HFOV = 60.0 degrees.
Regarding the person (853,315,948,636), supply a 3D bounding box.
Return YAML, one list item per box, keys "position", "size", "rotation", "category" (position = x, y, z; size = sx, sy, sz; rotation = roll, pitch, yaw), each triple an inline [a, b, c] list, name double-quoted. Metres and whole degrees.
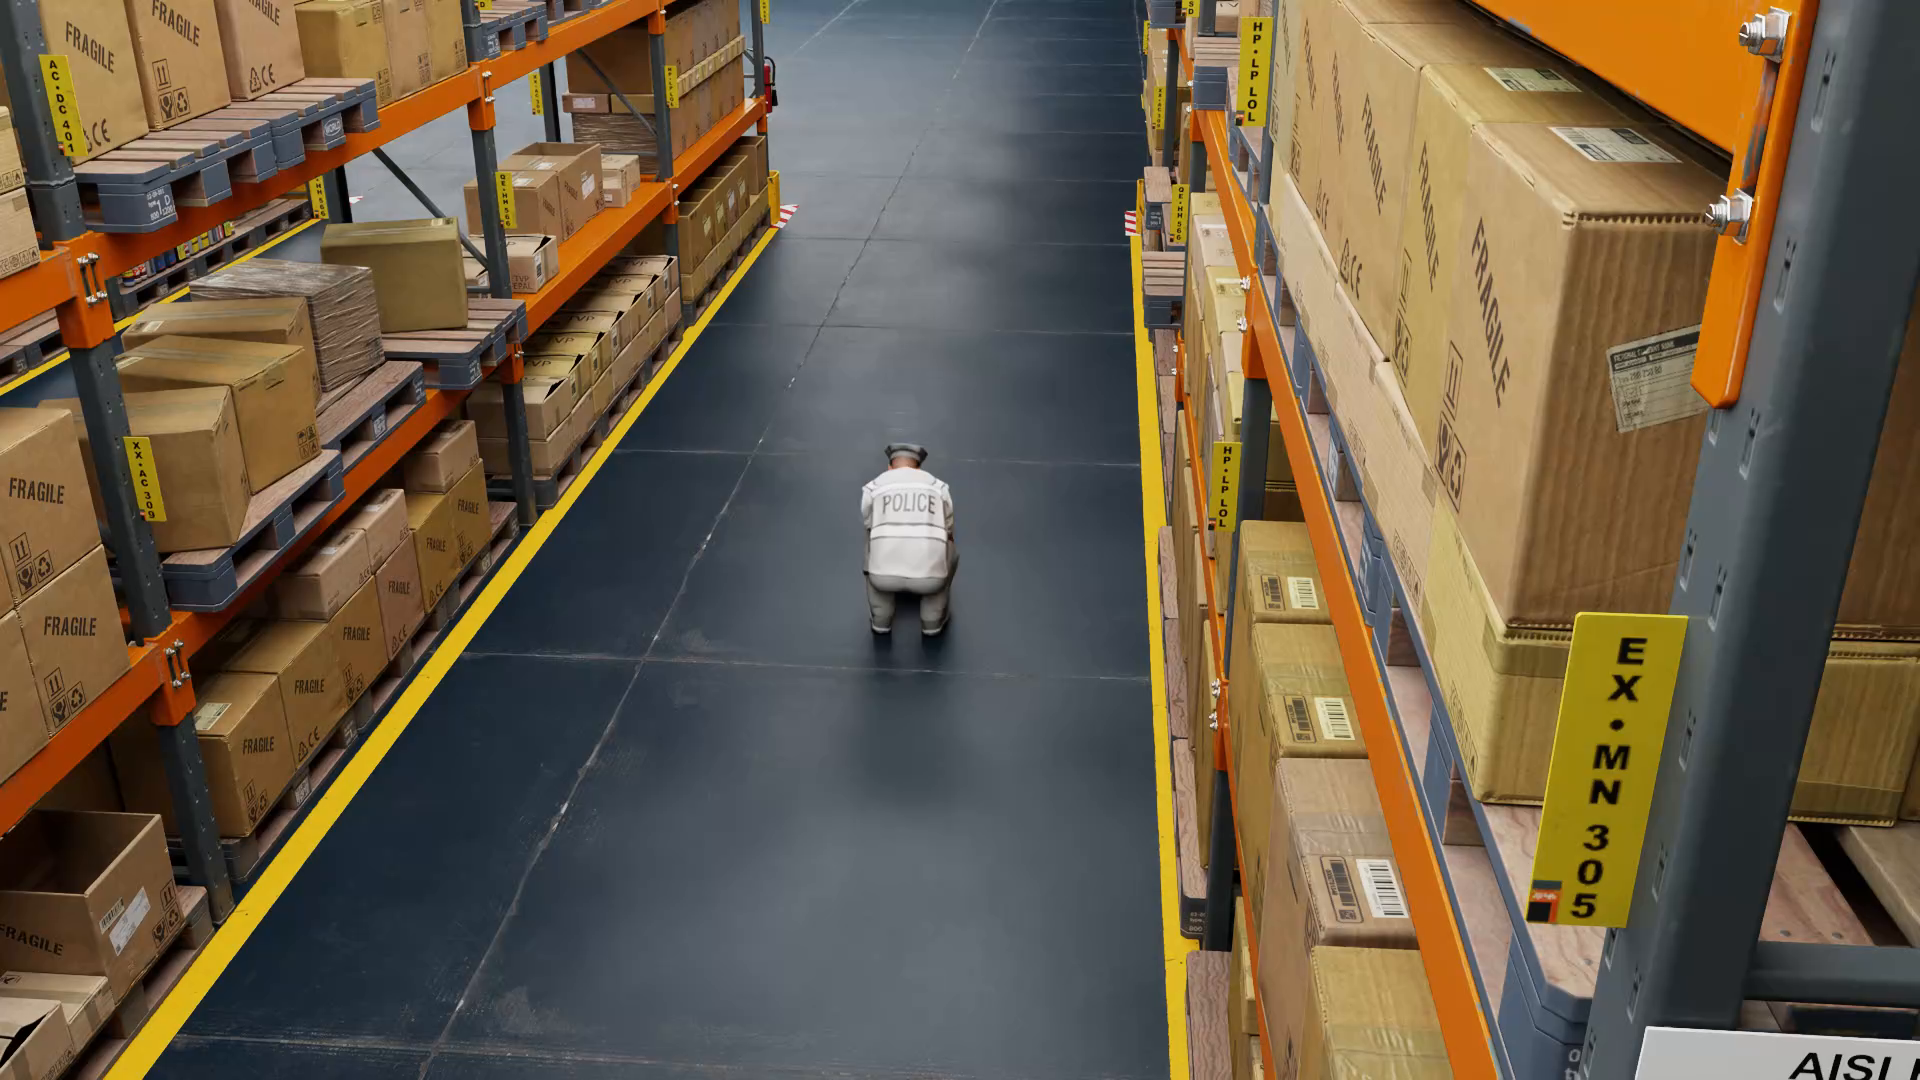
- position: [-0.298, -0.359, 8.871]
  size: [0.490, 1.771, 0.566]
  rotation: [2, 24, 4]
  category: "person"
